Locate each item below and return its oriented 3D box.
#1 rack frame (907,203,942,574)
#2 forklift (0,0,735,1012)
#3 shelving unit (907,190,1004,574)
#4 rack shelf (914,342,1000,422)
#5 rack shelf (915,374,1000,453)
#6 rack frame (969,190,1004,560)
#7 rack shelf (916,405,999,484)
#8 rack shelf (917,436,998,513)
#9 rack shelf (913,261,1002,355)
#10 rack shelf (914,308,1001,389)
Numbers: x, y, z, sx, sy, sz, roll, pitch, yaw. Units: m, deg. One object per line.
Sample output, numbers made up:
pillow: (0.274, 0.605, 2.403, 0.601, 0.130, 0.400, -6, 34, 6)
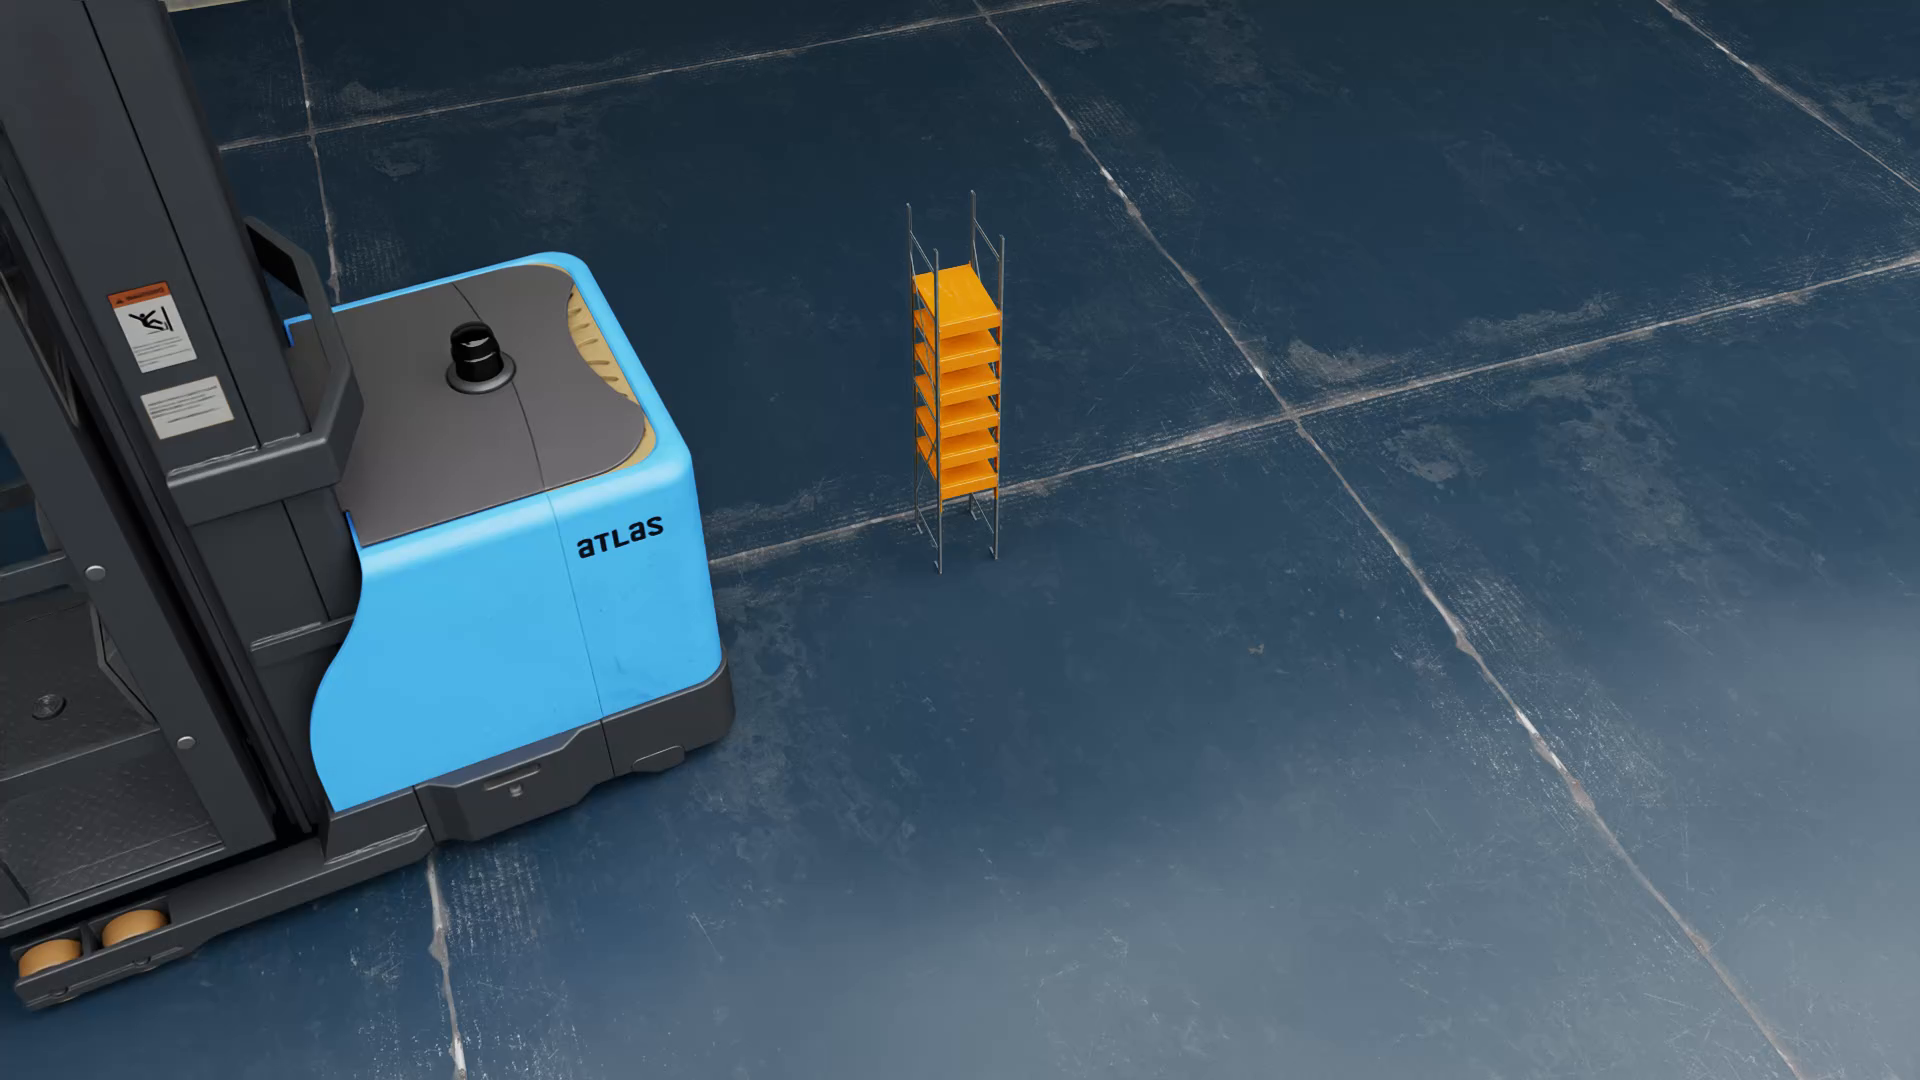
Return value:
rack frame: (-0.100, -0.398, 4.800, 0.006, 1.200, 0.240, -14, 47, -14)
forklift: (-2.185, -0.322, 3.502, 3.031, 2.935, 1.130, -19, 48, -18)
shelving unit: (-0.014, -0.420, 4.822, 0.189, 1.200, 0.258, -14, 47, -14)
rack shelf: (-0.014, -0.473, 4.768, 0.180, 0.103, 0.258, -14, 47, -14)
rack shelf: (-0.014, -0.389, 4.853, 0.180, 0.103, 0.258, -14, 47, -14)
rack frame: (0.072, -0.442, 4.843, 0.006, 1.200, 0.240, -14, 47, -14)
rack shelf: (-0.014, -0.304, 4.938, 0.180, 0.103, 0.258, -14, 47, -14)
rack shelf: (-0.014, -0.219, 5.023, 0.180, 0.103, 0.258, -14, 47, -14)
rack shelf: (-0.014, -0.643, 4.598, 0.180, 0.103, 0.258, -14, 47, -14)
rack shelf: (-0.014, -0.558, 4.683, 0.180, 0.103, 0.258, -14, 47, -14)
